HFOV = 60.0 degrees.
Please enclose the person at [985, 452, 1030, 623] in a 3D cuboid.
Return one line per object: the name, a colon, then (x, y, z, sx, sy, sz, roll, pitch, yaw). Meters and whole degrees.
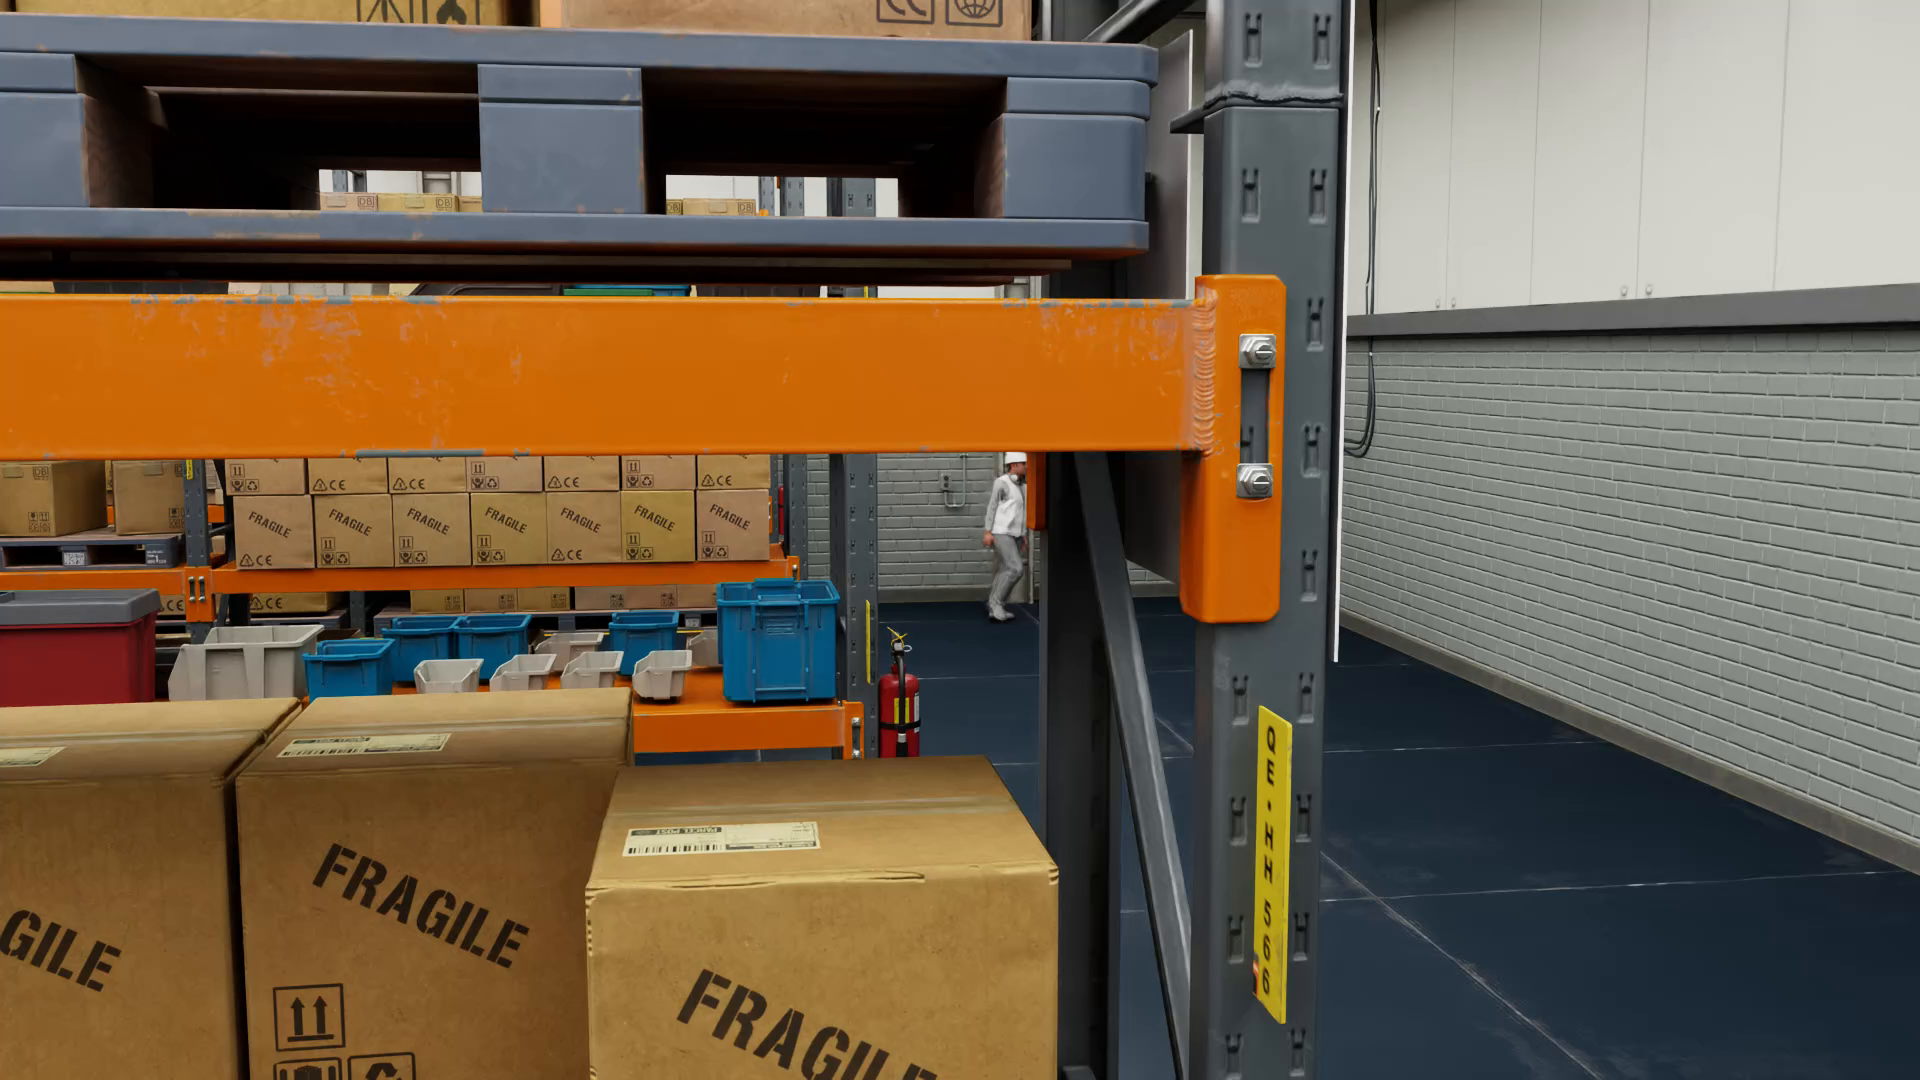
person: (0.514, -0.063, 16.991, 0.540, 1.756, 0.560, 4, 8, 33)
